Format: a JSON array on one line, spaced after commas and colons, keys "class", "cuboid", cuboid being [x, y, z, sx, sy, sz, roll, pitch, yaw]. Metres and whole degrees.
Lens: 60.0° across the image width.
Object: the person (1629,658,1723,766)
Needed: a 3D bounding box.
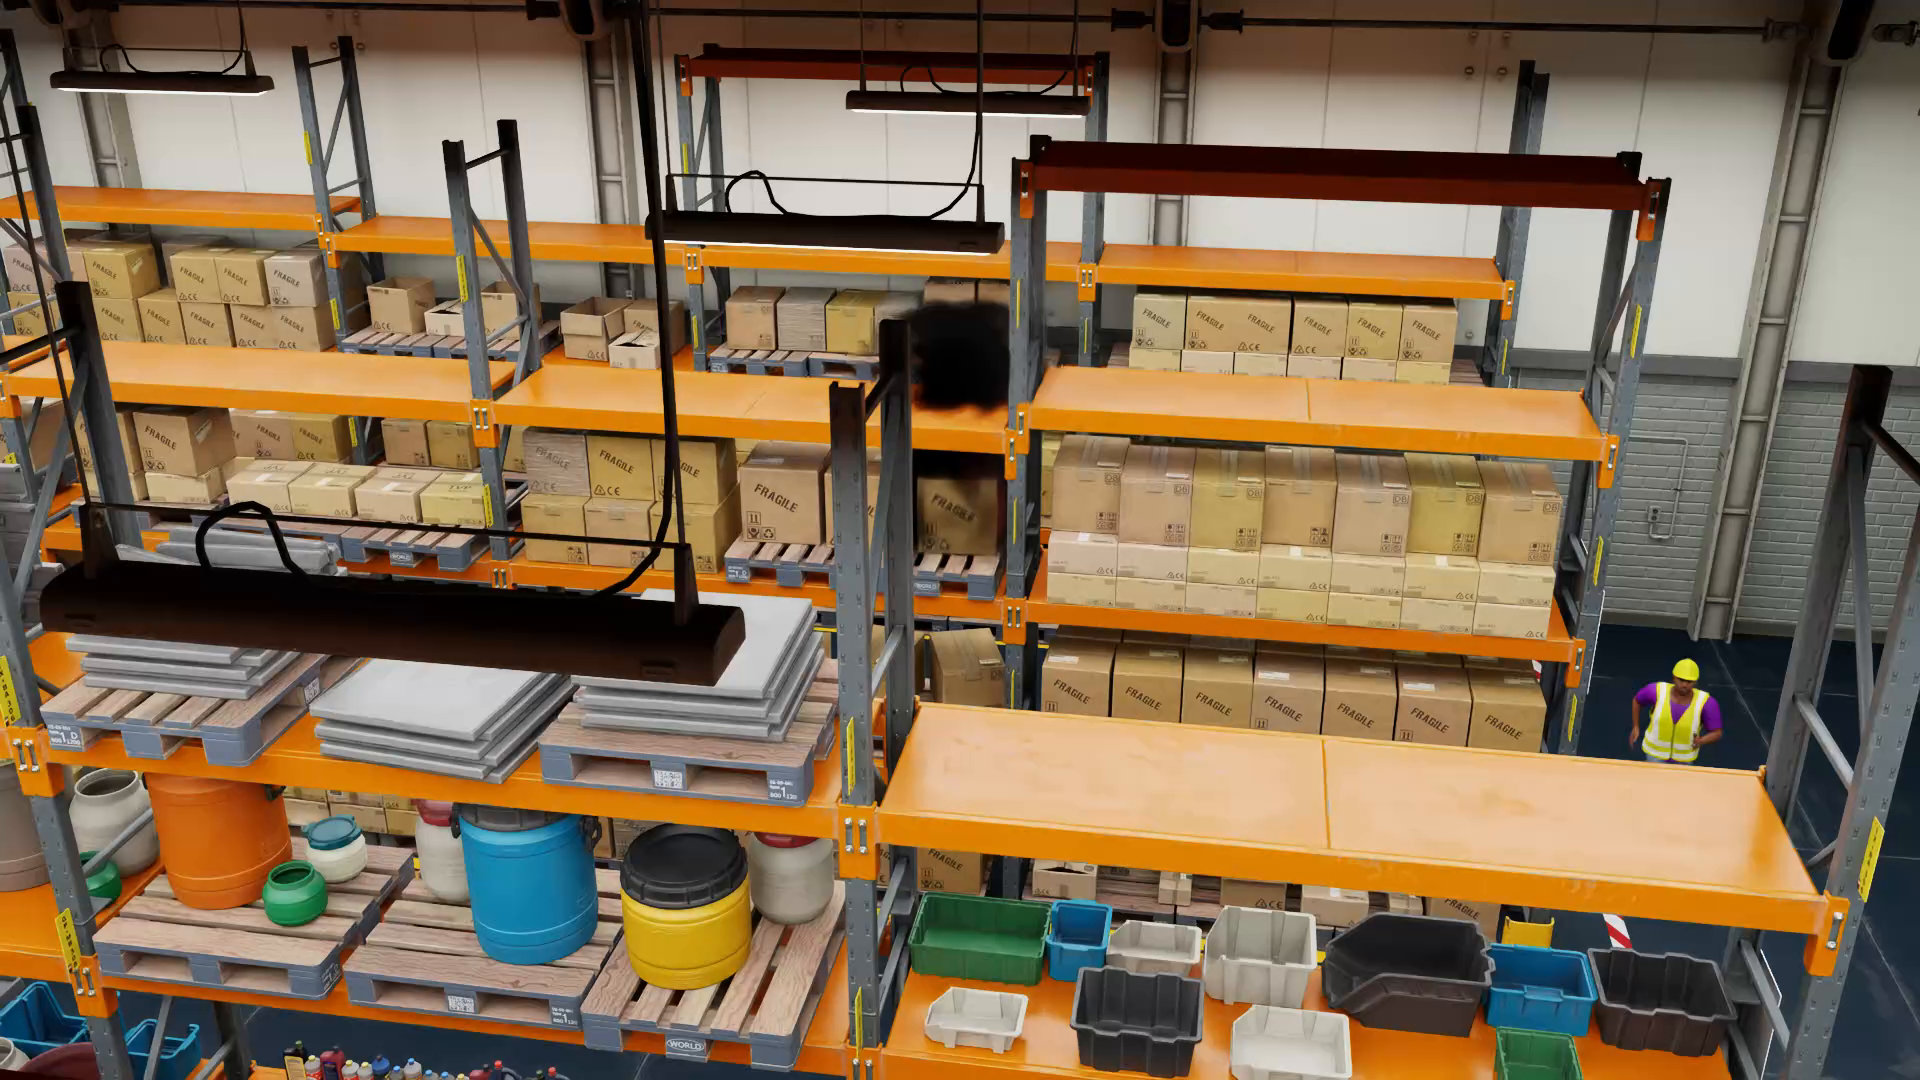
[{"class": "person", "cuboid": [5.943, 1.770, 13.890, 0.689, 1.749, 0.946, 7, 24, 16]}]
